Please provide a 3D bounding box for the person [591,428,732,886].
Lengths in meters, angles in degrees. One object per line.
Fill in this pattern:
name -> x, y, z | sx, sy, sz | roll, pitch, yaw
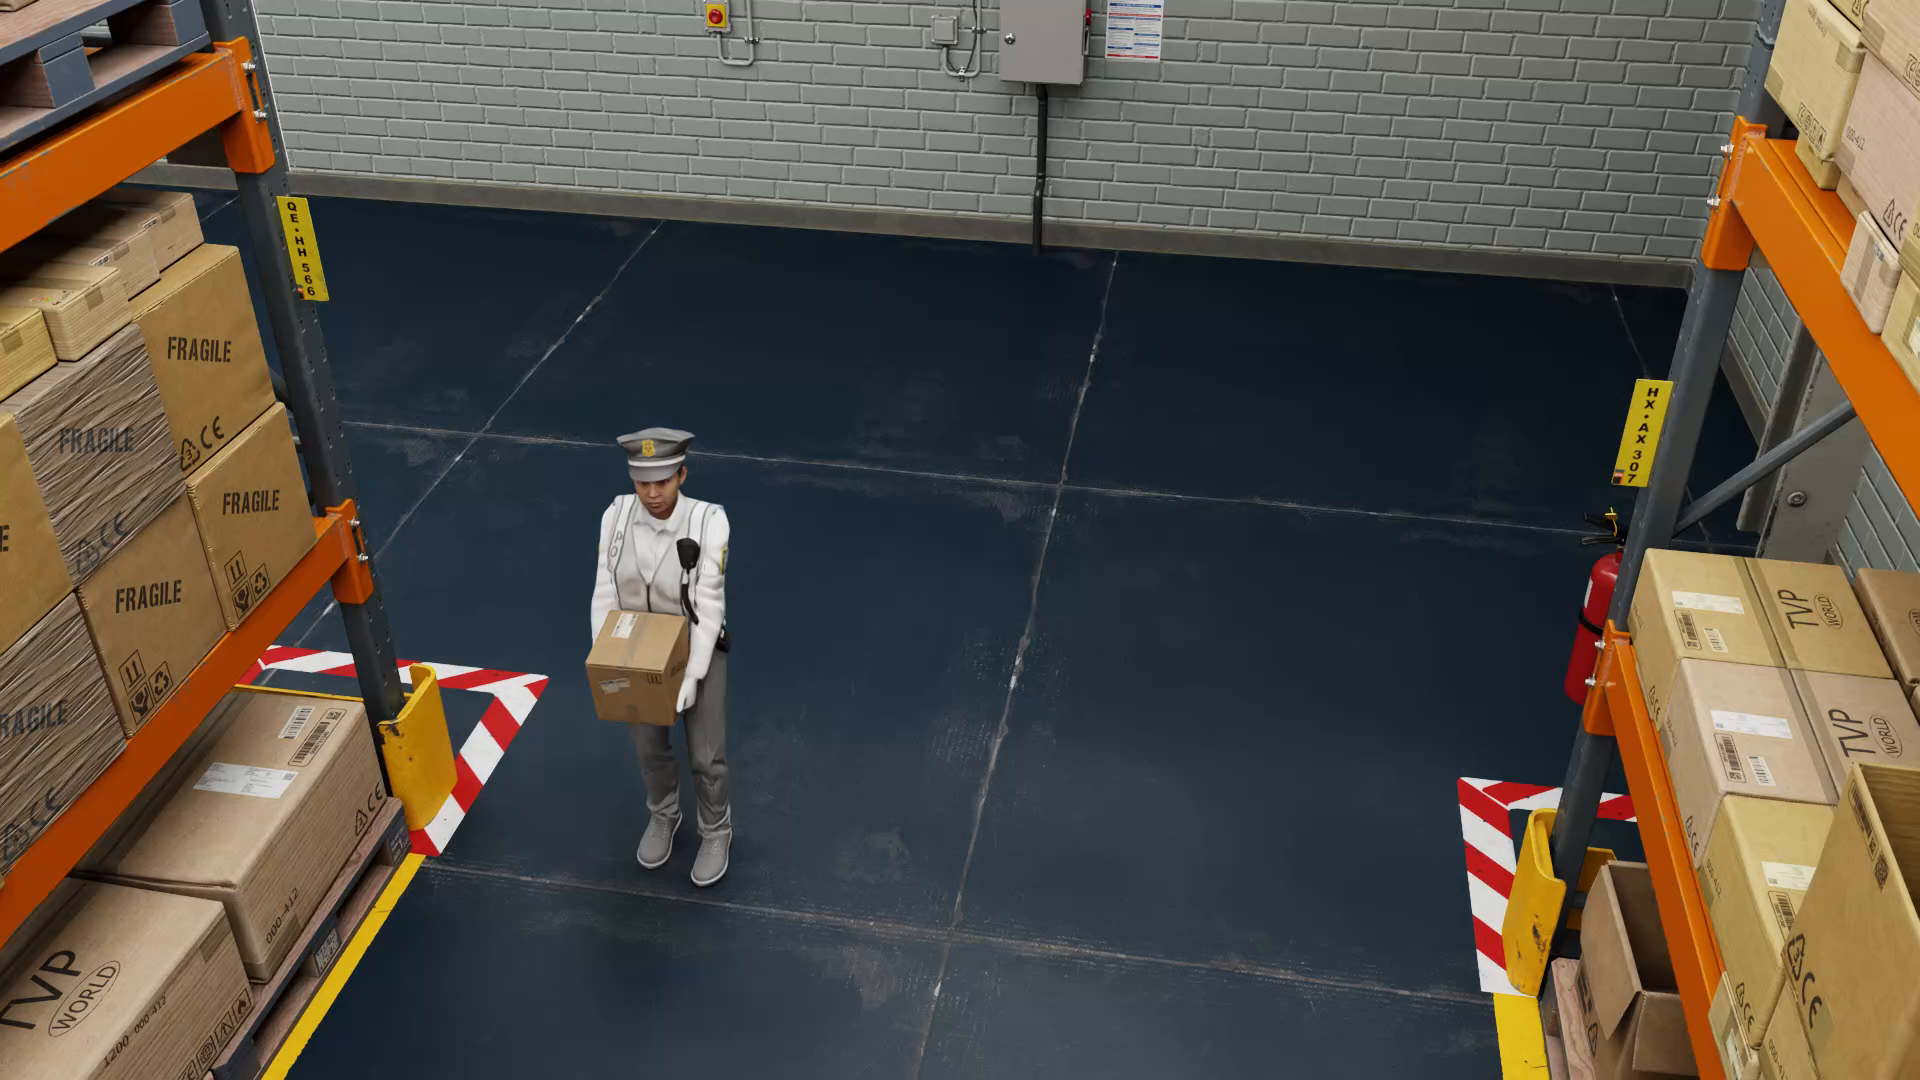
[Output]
person -> -0.967, 0.422, 5.459 | 0.435, 1.691, 0.525 | 5, 33, 8
